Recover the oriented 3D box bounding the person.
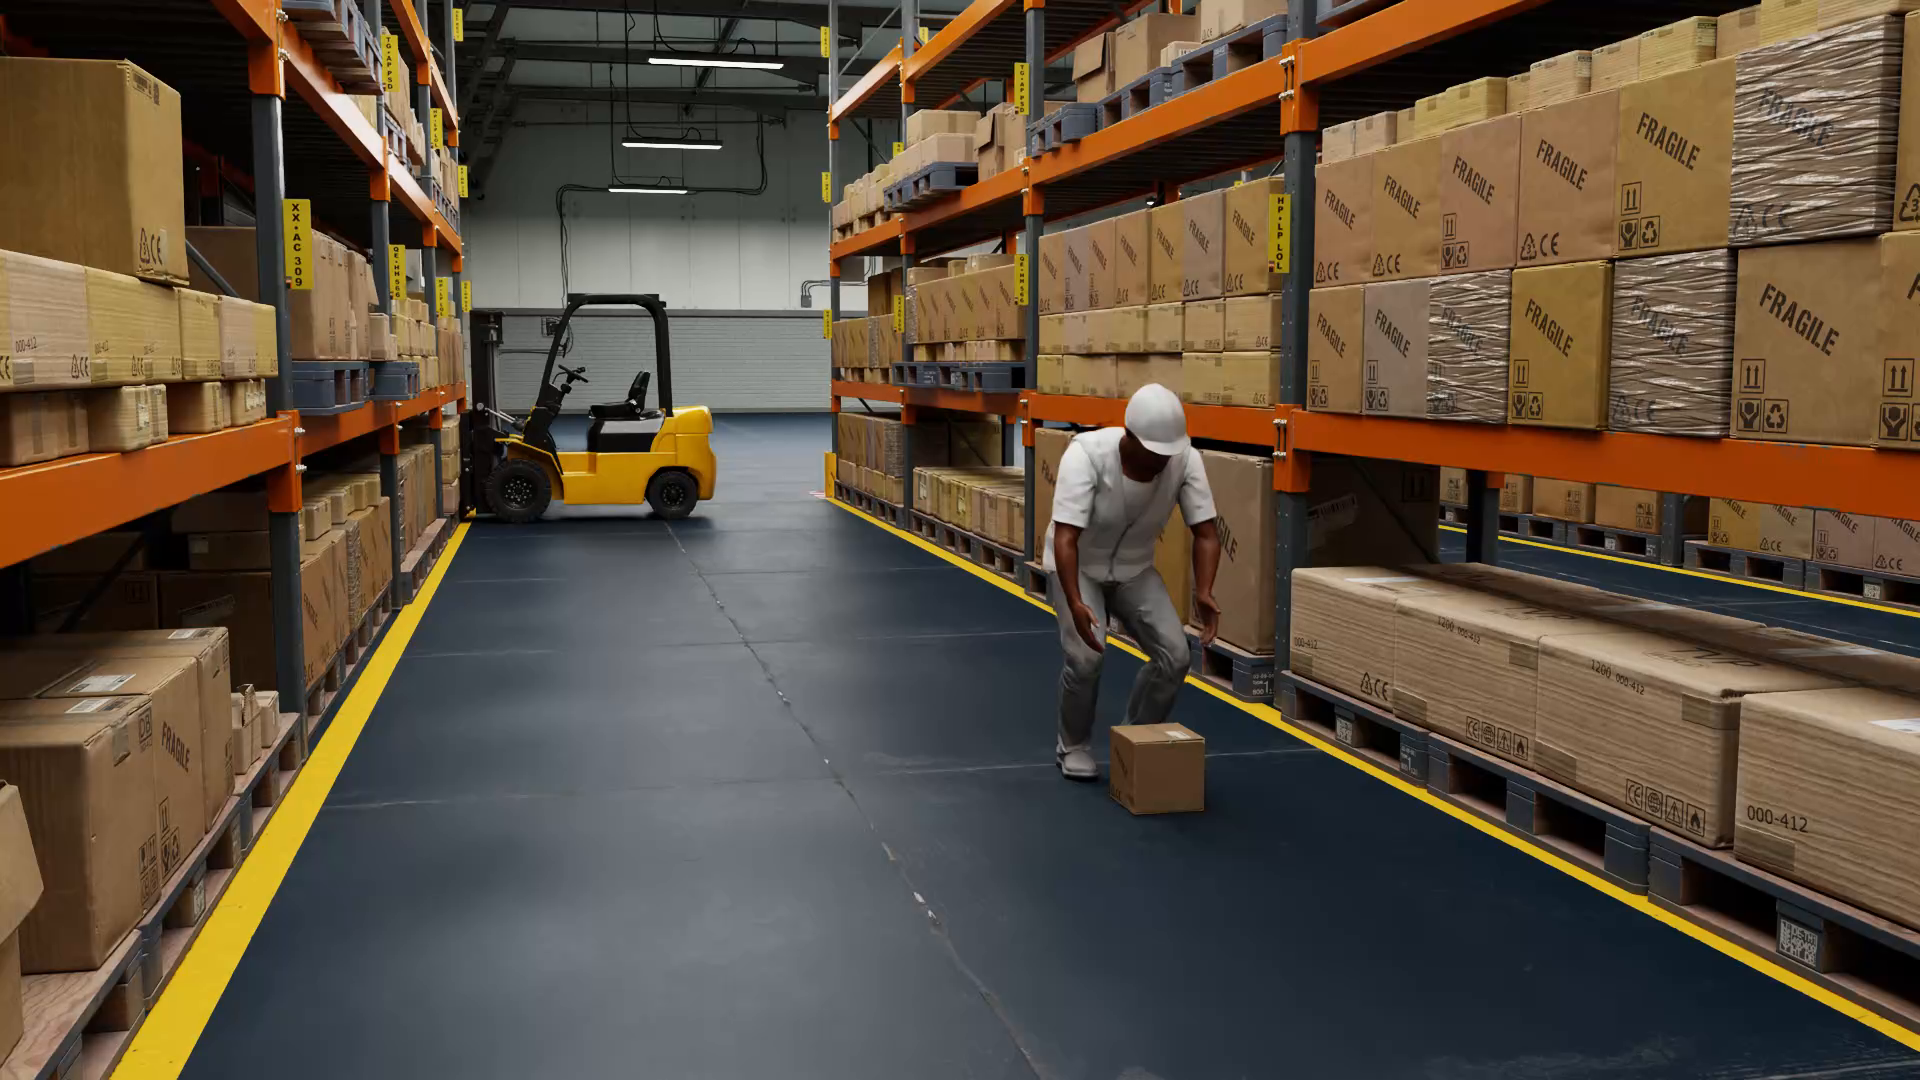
[{"bbox_3d":[0.611,0.148,6.036,0.631,1.432,0.747,-1,6,-14],"label":"person"}]
